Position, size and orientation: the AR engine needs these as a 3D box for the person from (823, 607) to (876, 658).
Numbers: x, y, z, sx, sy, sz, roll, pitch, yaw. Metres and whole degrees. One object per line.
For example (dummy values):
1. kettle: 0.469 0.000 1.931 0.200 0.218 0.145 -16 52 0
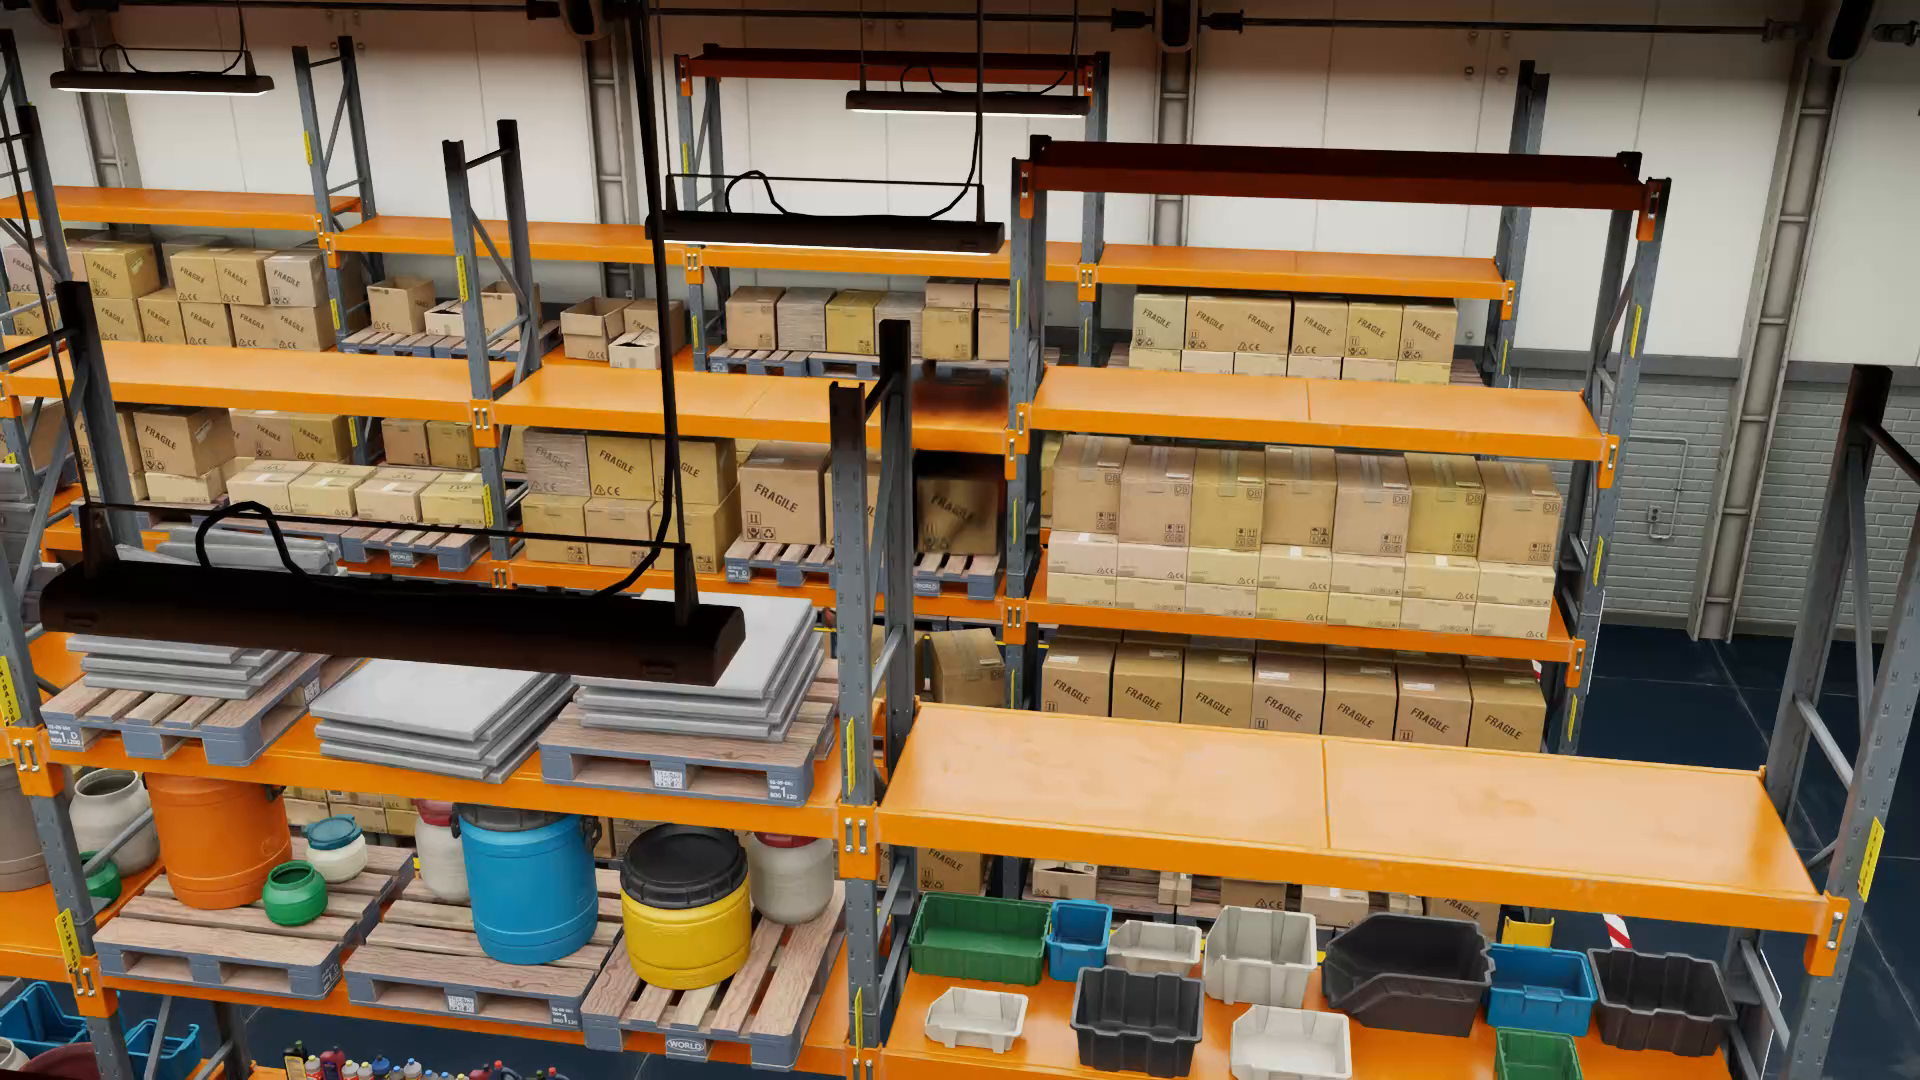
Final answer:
1. person: -1.117 0.643 16.547 0.595 1.753 0.488 -16 28 -33
